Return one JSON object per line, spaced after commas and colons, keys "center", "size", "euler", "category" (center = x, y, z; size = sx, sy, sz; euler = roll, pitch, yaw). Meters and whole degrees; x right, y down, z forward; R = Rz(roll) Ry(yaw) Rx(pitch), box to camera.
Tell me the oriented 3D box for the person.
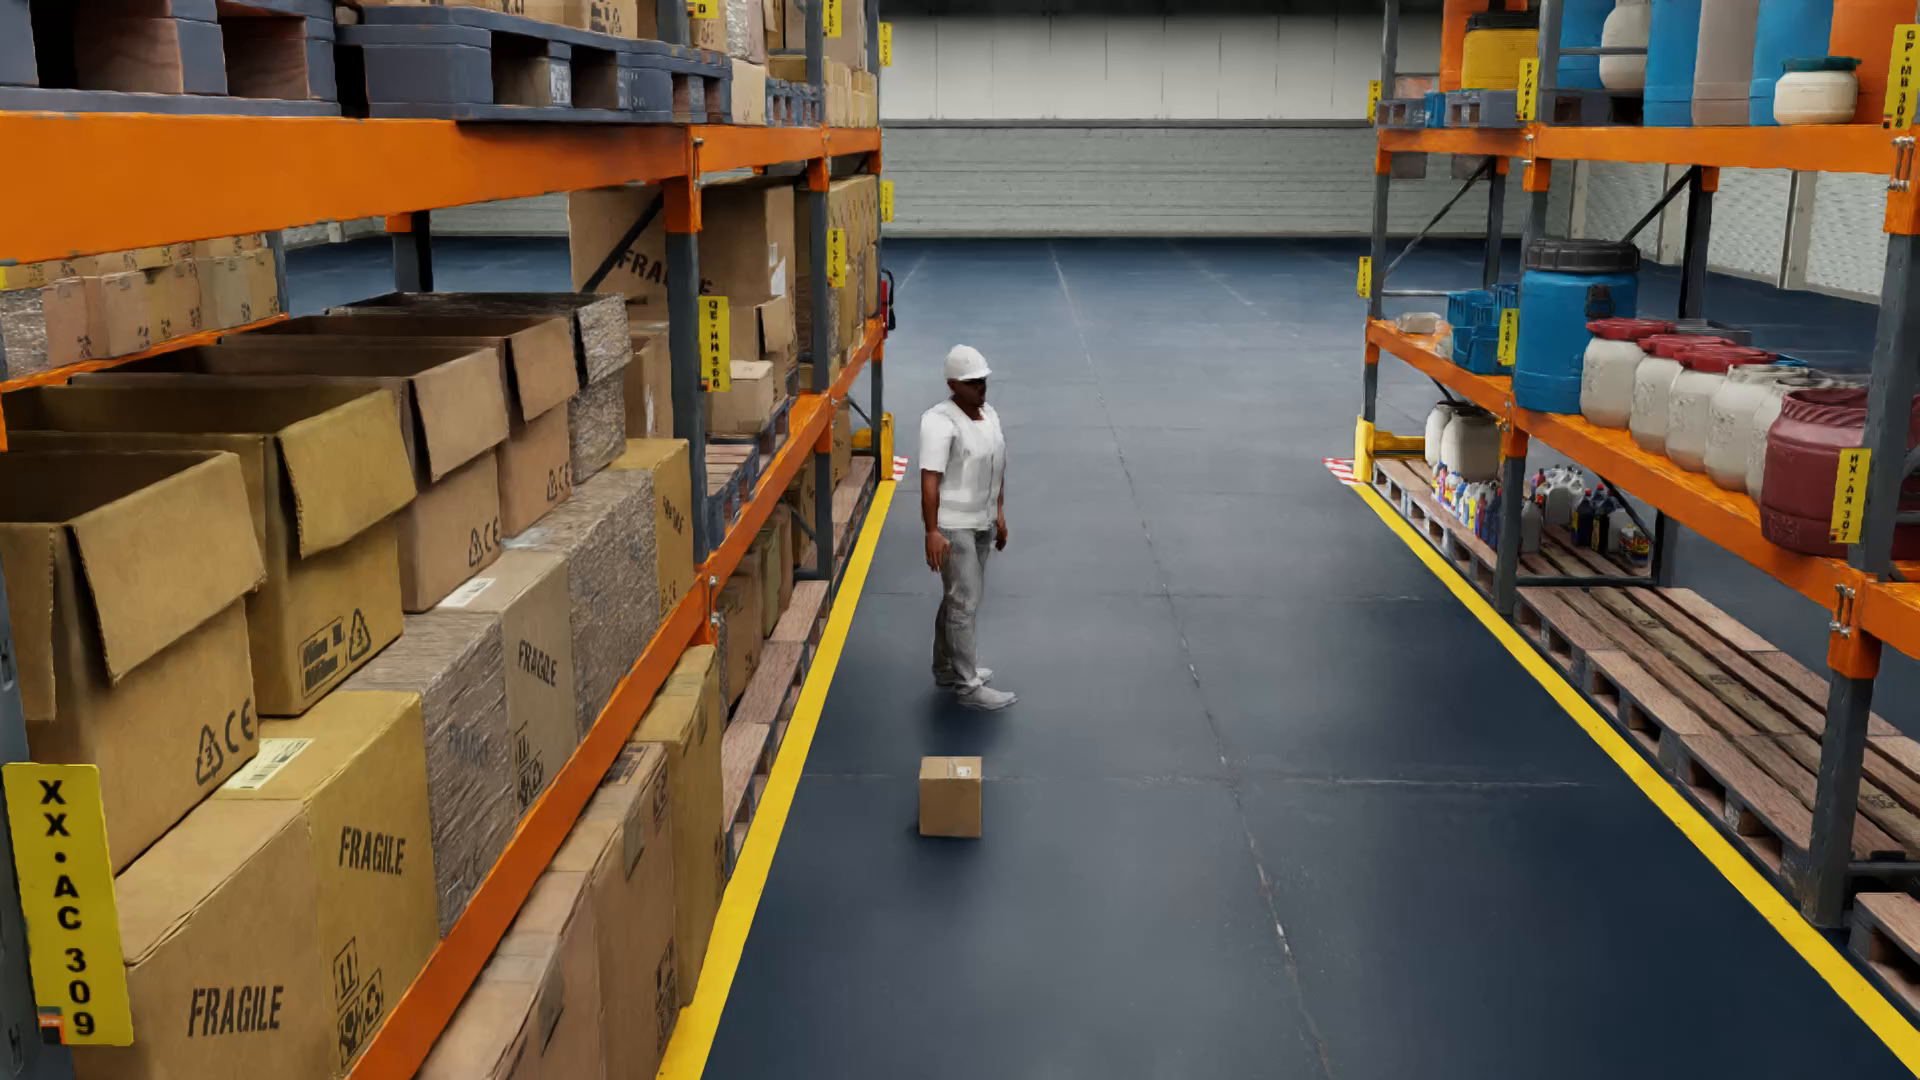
{"center": [0.063, -0.065, 8.109], "size": [0.572, 1.763, 0.675], "euler": [7, 16, 27], "category": "person"}
